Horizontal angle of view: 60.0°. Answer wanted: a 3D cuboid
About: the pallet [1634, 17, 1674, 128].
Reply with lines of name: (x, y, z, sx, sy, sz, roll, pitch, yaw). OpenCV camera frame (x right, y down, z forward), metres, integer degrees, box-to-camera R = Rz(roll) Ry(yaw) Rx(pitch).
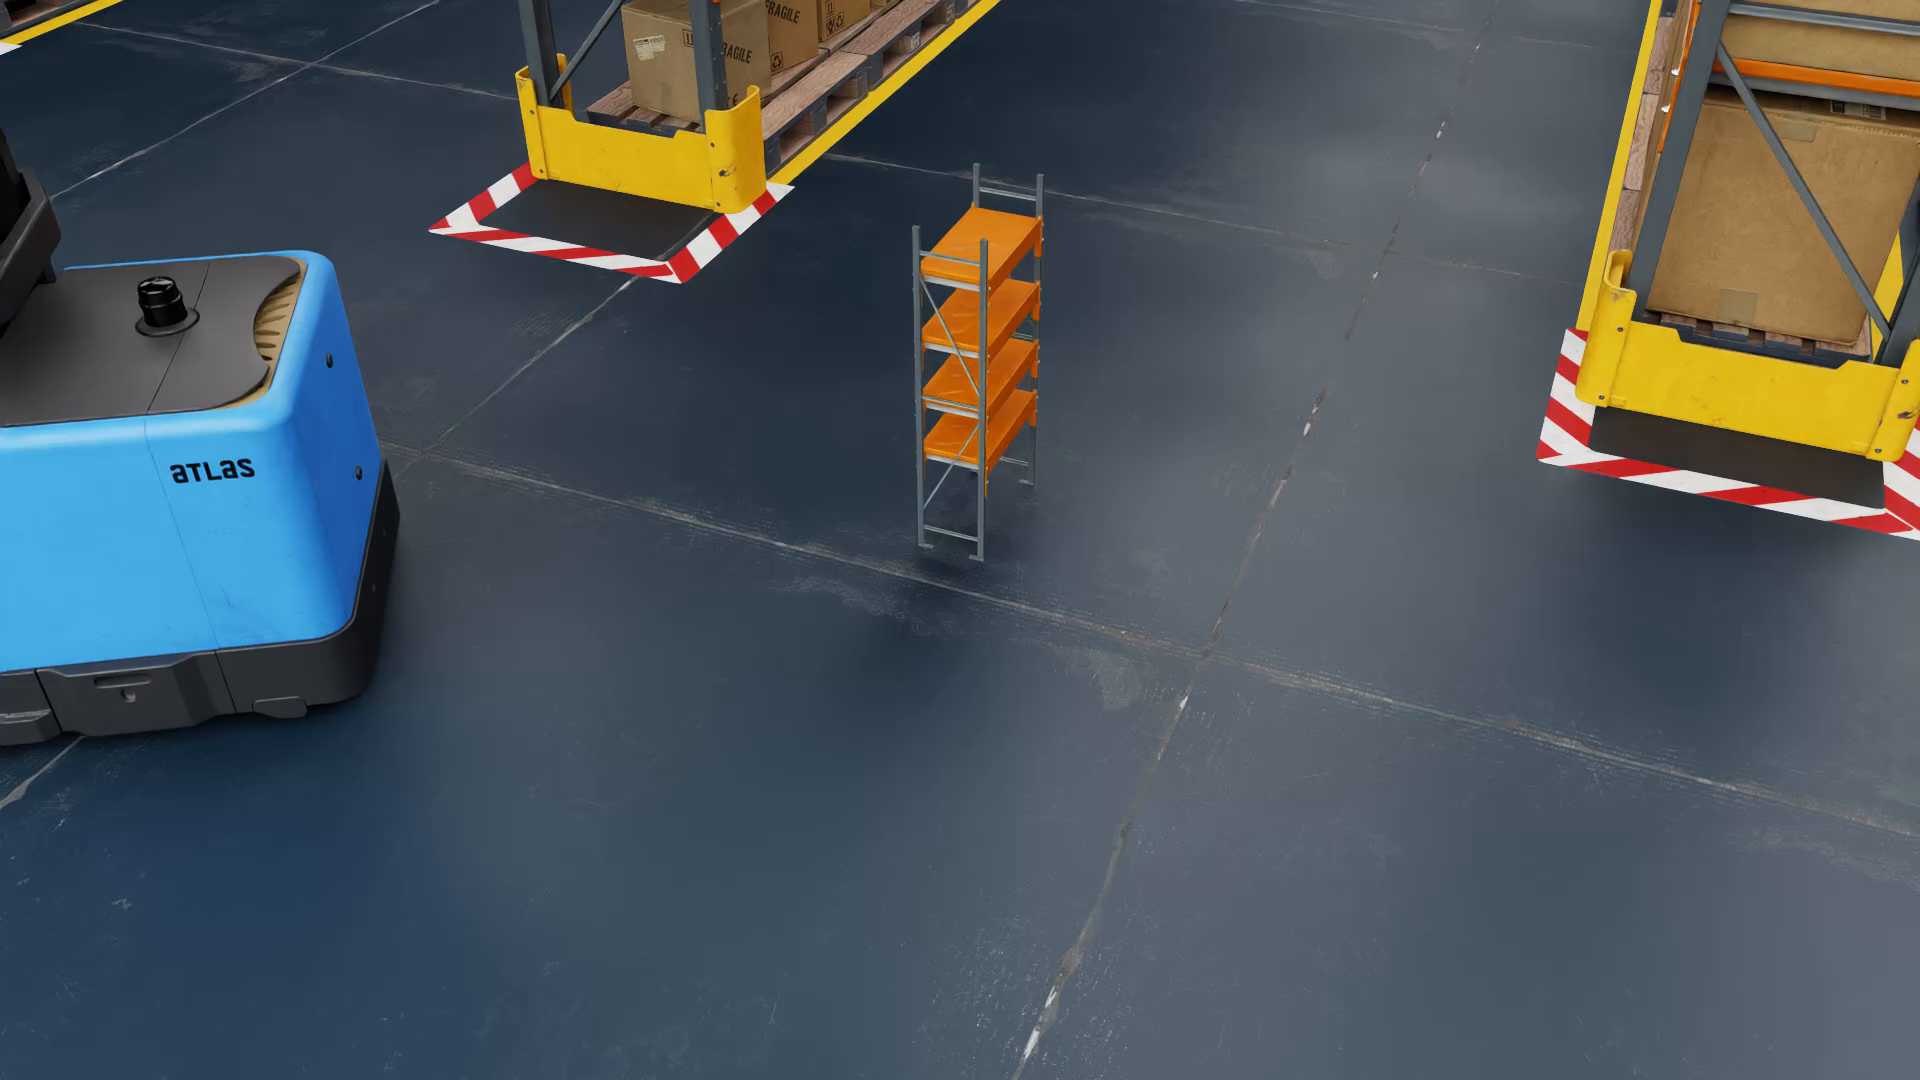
pallet: (4.163, -2.413, 8.802, 1.003, 0.211, 1.213, 14, 39, 18)

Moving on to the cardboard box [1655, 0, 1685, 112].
cardboard box: (3.881, -2.418, 7.904, 0.875, 0.875, 0.875, 14, 39, 18)

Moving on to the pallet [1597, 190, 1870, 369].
pallet: (3.235, -1.062, 6.995, 1.003, 0.211, 1.213, 14, 39, 18)

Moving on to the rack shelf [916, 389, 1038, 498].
rack shelf: (0.063, -0.359, 5.673, 0.258, 0.148, 0.480, 14, 39, 18)

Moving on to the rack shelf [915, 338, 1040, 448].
rack shelf: (0.063, -0.518, 5.554, 0.258, 0.148, 0.480, 14, 39, 18)

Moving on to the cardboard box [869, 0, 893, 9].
cardboard box: (-0.587, -3.393, 9.522, 0.500, 0.500, 0.500, 11, 38, 14)

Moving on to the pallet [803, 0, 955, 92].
pallet: (-0.709, -2.945, 9.513, 1.003, 0.211, 1.213, 14, 39, 18)

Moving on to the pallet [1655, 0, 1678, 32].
pallet: (4.749, -3.261, 9.936, 1.003, 0.211, 1.213, 14, 39, 18)

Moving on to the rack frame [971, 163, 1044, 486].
rack frame: (0.156, -0.707, 5.694, 0.240, 1.200, 0.015, 14, 39, 18)

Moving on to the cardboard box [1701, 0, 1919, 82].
cardboard box: (3.102, -1.995, 5.788, 0.875, 0.550, 0.550, 14, 39, 18)

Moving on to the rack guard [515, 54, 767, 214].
rack guard: (-1.517, -1.945, 7.935, 1.175, 0.500, 0.348, 14, 39, 18)

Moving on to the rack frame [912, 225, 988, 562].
rack frame: (-0.030, -0.437, 5.333, 0.240, 1.200, 0.015, 14, 39, 18)

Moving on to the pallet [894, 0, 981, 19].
pallet: (-0.247, -3.622, 10.420, 1.003, 0.211, 1.213, 14, 39, 18)

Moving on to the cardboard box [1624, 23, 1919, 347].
cardboard box: (3.200, -1.426, 6.577, 0.875, 0.875, 0.875, 14, 39, 18)

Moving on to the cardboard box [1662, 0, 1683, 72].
cardboard box: (4.221, -2.918, 8.573, 0.875, 0.875, 0.875, 14, 39, 18)

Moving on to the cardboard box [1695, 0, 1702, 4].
cardboard box: (3.291, -2.304, 6.202, 0.875, 0.550, 0.550, 14, 39, 18)

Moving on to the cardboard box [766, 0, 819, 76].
cardboard box: (-1.097, -2.752, 8.664, 0.500, 0.500, 0.500, 25, 43, 29)

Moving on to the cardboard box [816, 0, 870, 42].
cardboard box: (-0.841, -3.095, 9.122, 0.500, 0.500, 0.500, 18, 40, 22)

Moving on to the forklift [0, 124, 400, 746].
forklift: (-3.355, -0.798, 4.369, 3.031, 2.935, 1.130, -6, 37, -8)

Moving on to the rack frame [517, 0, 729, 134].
rack frame: (-1.546, -2.905, 7.131, 1.000, 3.000, 0.127, 14, 39, 18)

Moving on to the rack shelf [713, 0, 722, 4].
rack shelf: (-0.785, -3.724, 8.827, 1.077, 0.370, 4.000, 14, 39, 18)

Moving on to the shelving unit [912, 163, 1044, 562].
shelving unit: (0.063, -0.572, 5.513, 0.258, 1.200, 0.503, 14, 39, 18)

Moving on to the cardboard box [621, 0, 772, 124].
cardboard box: (-1.293, -2.414, 8.211, 0.500, 0.500, 0.500, 21, 42, 26)

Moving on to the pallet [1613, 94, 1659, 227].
pallet: (3.700, -1.735, 7.896, 1.003, 0.211, 1.213, 14, 39, 18)

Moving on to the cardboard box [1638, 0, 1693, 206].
cardboard box: (3.533, -1.914, 7.229, 0.875, 0.875, 0.875, 13, 39, 17)

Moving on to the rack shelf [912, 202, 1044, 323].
rack shelf: (0.063, -0.887, 5.278, 0.258, 0.148, 0.480, 14, 39, 18)

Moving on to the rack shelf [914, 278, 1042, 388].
rack shelf: (0.063, -0.698, 5.420, 0.258, 0.148, 0.480, 14, 39, 18)

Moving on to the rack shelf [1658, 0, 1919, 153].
rack shelf: (3.764, -2.538, 7.241, 1.077, 0.370, 4.000, 14, 39, 18)

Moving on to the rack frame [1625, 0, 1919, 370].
rack frame: (3.003, -1.719, 5.544, 1.000, 3.000, 0.127, 14, 39, 18)

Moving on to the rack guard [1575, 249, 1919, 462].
rack guard: (2.994, -0.704, 6.275, 1.175, 0.500, 0.348, 14, 39, 18)

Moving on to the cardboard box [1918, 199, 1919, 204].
cardboard box: (4.883, -1.840, 7.792, 0.500, 0.500, 0.500, 21, 42, 25)

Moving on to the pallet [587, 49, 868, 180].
pallet: (-1.175, -2.272, 8.613, 1.003, 0.211, 1.213, 14, 39, 18)

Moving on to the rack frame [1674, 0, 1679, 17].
rack frame: (4.525, -3.933, 8.507, 1.000, 3.000, 0.127, 14, 39, 18)
